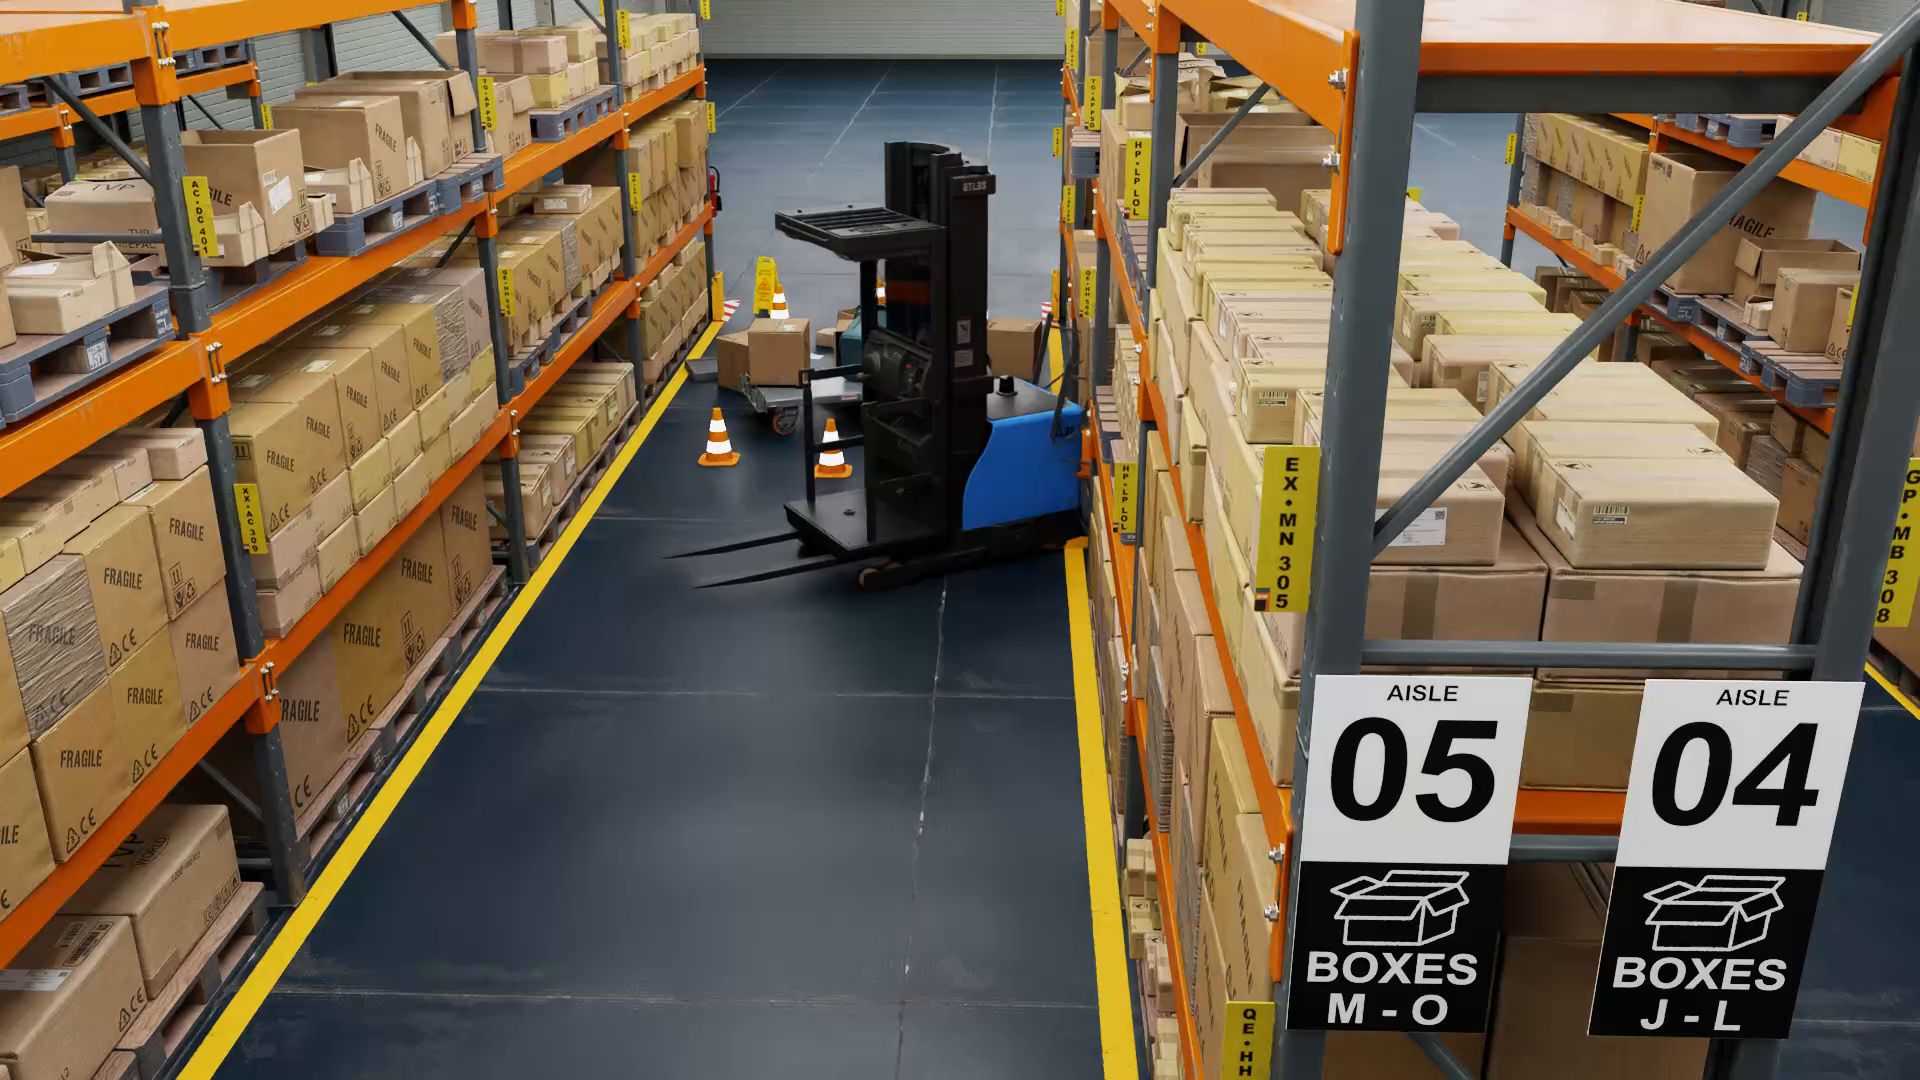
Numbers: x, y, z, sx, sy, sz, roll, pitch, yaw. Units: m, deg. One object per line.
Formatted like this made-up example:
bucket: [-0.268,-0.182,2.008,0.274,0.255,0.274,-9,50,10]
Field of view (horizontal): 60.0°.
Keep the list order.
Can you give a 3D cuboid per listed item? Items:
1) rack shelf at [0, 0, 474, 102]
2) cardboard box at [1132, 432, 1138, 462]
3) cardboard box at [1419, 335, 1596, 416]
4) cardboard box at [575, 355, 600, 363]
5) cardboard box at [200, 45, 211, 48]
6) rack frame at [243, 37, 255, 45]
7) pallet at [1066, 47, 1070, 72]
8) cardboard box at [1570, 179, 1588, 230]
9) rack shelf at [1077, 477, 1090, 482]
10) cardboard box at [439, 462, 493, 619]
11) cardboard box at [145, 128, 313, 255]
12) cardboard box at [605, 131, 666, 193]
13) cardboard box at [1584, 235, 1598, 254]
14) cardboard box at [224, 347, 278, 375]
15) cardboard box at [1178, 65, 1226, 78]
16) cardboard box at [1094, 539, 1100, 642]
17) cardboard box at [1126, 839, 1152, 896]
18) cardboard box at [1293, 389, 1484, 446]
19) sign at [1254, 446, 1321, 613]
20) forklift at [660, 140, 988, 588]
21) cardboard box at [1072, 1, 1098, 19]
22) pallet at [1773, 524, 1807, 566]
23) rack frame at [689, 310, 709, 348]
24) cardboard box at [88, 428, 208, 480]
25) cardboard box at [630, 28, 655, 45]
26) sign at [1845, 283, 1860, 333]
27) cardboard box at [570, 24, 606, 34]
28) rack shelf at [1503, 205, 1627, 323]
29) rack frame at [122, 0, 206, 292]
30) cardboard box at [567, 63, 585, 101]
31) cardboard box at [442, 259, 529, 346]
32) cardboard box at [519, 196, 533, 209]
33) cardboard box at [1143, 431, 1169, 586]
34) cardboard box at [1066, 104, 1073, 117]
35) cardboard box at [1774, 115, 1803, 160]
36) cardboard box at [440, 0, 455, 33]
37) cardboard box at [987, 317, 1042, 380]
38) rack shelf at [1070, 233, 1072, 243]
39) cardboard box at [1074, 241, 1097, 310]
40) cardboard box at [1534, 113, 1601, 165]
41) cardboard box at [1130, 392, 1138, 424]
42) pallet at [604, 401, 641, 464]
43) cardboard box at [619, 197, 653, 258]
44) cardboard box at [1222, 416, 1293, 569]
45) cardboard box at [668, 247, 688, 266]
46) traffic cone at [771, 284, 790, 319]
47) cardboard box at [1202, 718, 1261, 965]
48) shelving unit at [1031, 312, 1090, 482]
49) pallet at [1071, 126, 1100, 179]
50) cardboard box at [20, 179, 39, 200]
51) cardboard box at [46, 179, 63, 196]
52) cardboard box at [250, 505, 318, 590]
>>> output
rack shelf: [-3.614,-2.655,8.479,1.077,0.370,4.000,1,21,2]
cardboard box: [1.127,-0.479,8.972,0.380,0.149,0.250,1,21,2]
cardboard box: [1.409,-0.426,4.299,0.380,0.149,0.250,1,21,3]
cardboard box: [-3.682,-1.680,15.933,0.500,0.250,0.500,2,21,4]
cardboard box: [-8.001,-5.232,17.188,0.396,0.266,0.258,1,21,2]
rack frame: [-8.271,-6.846,17.732,1.000,3.000,0.127,1,21,2]
pallet: [1.629,-5.067,17.416,1.003,0.211,1.213,1,21,2]
cardboard box: [6.571,-3.330,16.416,0.875,0.500,0.500,1,21,2]
rack shelf: [0.783,-0.673,12.605,0.416,0.036,0.922,8,27,-9]
cardboard box: [-3.657,-0.060,10.892,0.875,0.875,0.875,0,21,1]
cardboard box: [-3.358,-1.613,7.674,0.500,0.500,0.500,0,21,1]
cardboard box: [-3.164,-3.542,15.579,0.700,0.500,0.500,1,21,2]
cardboard box: [6.274,-2.856,16.089,0.380,0.149,0.250,1,21,2]
cardboard box: [-3.869,-0.704,8.677,0.500,0.500,0.500,1,21,3]
cardboard box: [1.670,-3.311,12.172,0.500,0.311,0.500,0,21,1]
cardboard box: [1.109,0.319,10.435,0.500,0.500,0.500,1,21,2]
cardboard box: [0.945,1.483,7.509,0.380,0.149,0.250,2,21,4]
cardboard box: [0.983,-0.244,3.831,0.380,0.149,0.250,0,21,0]
sign: [0.600,-0.017,3.056,0.100,0.325,0.005,1,21,2]
forklift: [-0.805,-1.459,12.237,3.379,2.935,2.434,-12,24,-28]
cardboard box: [1.242,-4.929,15.465,0.380,0.149,0.250,1,21,2]
pallet: [6.377,0.023,12.177,1.003,0.211,1.213,1,21,2]
rack frame: [-3.372,-2.375,18.358,1.003,0.211,1.213,1,21,2]
cardboard box: [-3.366,-0.357,6.886,0.380,0.149,0.250,0,21,1]
cardboard box: [-3.111,-4.784,15.811,0.380,0.149,0.250,0,21,1]
sign: [5.809,-1.500,10.756,0.100,0.325,0.005,1,21,2]
cardboard box: [-3.602,-4.973,16.296,0.380,0.149,0.250,1,21,3]
rack shelf: [6.535,-2.828,16.666,1.077,0.370,4.000,1,21,2]
rack frame: [-3.675,-2.454,6.413,1.000,3.000,0.127,1,21,2]
cardboard box: [-3.325,-3.678,13.341,0.500,0.250,0.500,1,21,2]
cardboard box: [-3.308,-1.644,11.490,0.500,0.500,0.500,0,21,0]
cardboard box: [-3.747,-2.583,13.909,0.500,0.500,0.500,1,21,2]
cardboard box: [1.019,-0.130,6.785,0.500,0.500,0.500,1,21,3]
cardboard box: [1.591,-4.417,18.067,0.875,0.550,0.550,1,21,2]
cardboard box: [6.141,-2.858,11.809,0.500,0.250,0.500,1,21,3]
cardboard box: [-4.952,-6.174,16.002,9.101,9.000,26.537,1,21,2]
cardboard box: [0.541,-1.940,16.834,0.500,0.500,0.500,4,22,11]
rack shelf: [1.580,-3.044,16.852,0.919,0.052,3.809,1,21,2]
cardboard box: [1.220,-2.208,13.936,0.500,0.500,0.500,1,21,2]
cardboard box: [6.284,-4.162,17.176,0.500,0.500,0.500,1,21,2]
cardboard box: [1.140,-0.711,9.159,0.380,0.149,0.250,0,21,1]
pallet: [-3.454,-0.968,14.732,1.003,0.211,1.213,1,21,2]
cardboard box: [-3.140,-2.891,15.283,0.500,0.500,0.500,1,21,1]
cardboard box: [0.928,-0.109,4.031,0.500,0.250,0.500,0,21,0]
cardboard box: [-3.038,-2.949,17.271,0.380,0.149,0.250,2,21,4]
traffic cone: [-2.034,-2.643,18.702,0.336,0.463,0.334,1,21,2]
cardboard box: [0.935,0.804,4.377,0.500,0.500,0.500,0,21,0]
shelving unit: [0.808,-0.814,12.569,0.500,1.500,0.985,8,27,-9]
pallet: [1.364,-2.629,11.272,1.213,0.211,1.003,2,21,4]
cardboard box: [-8.685,-3.209,15.207,0.380,0.149,0.250,1,21,2]
cardboard box: [-8.087,-3.202,15.189,0.380,0.149,0.250,1,21,3]
cardboard box: [-3.380,0.024,7.837,0.500,0.250,0.500,0,21,0]
